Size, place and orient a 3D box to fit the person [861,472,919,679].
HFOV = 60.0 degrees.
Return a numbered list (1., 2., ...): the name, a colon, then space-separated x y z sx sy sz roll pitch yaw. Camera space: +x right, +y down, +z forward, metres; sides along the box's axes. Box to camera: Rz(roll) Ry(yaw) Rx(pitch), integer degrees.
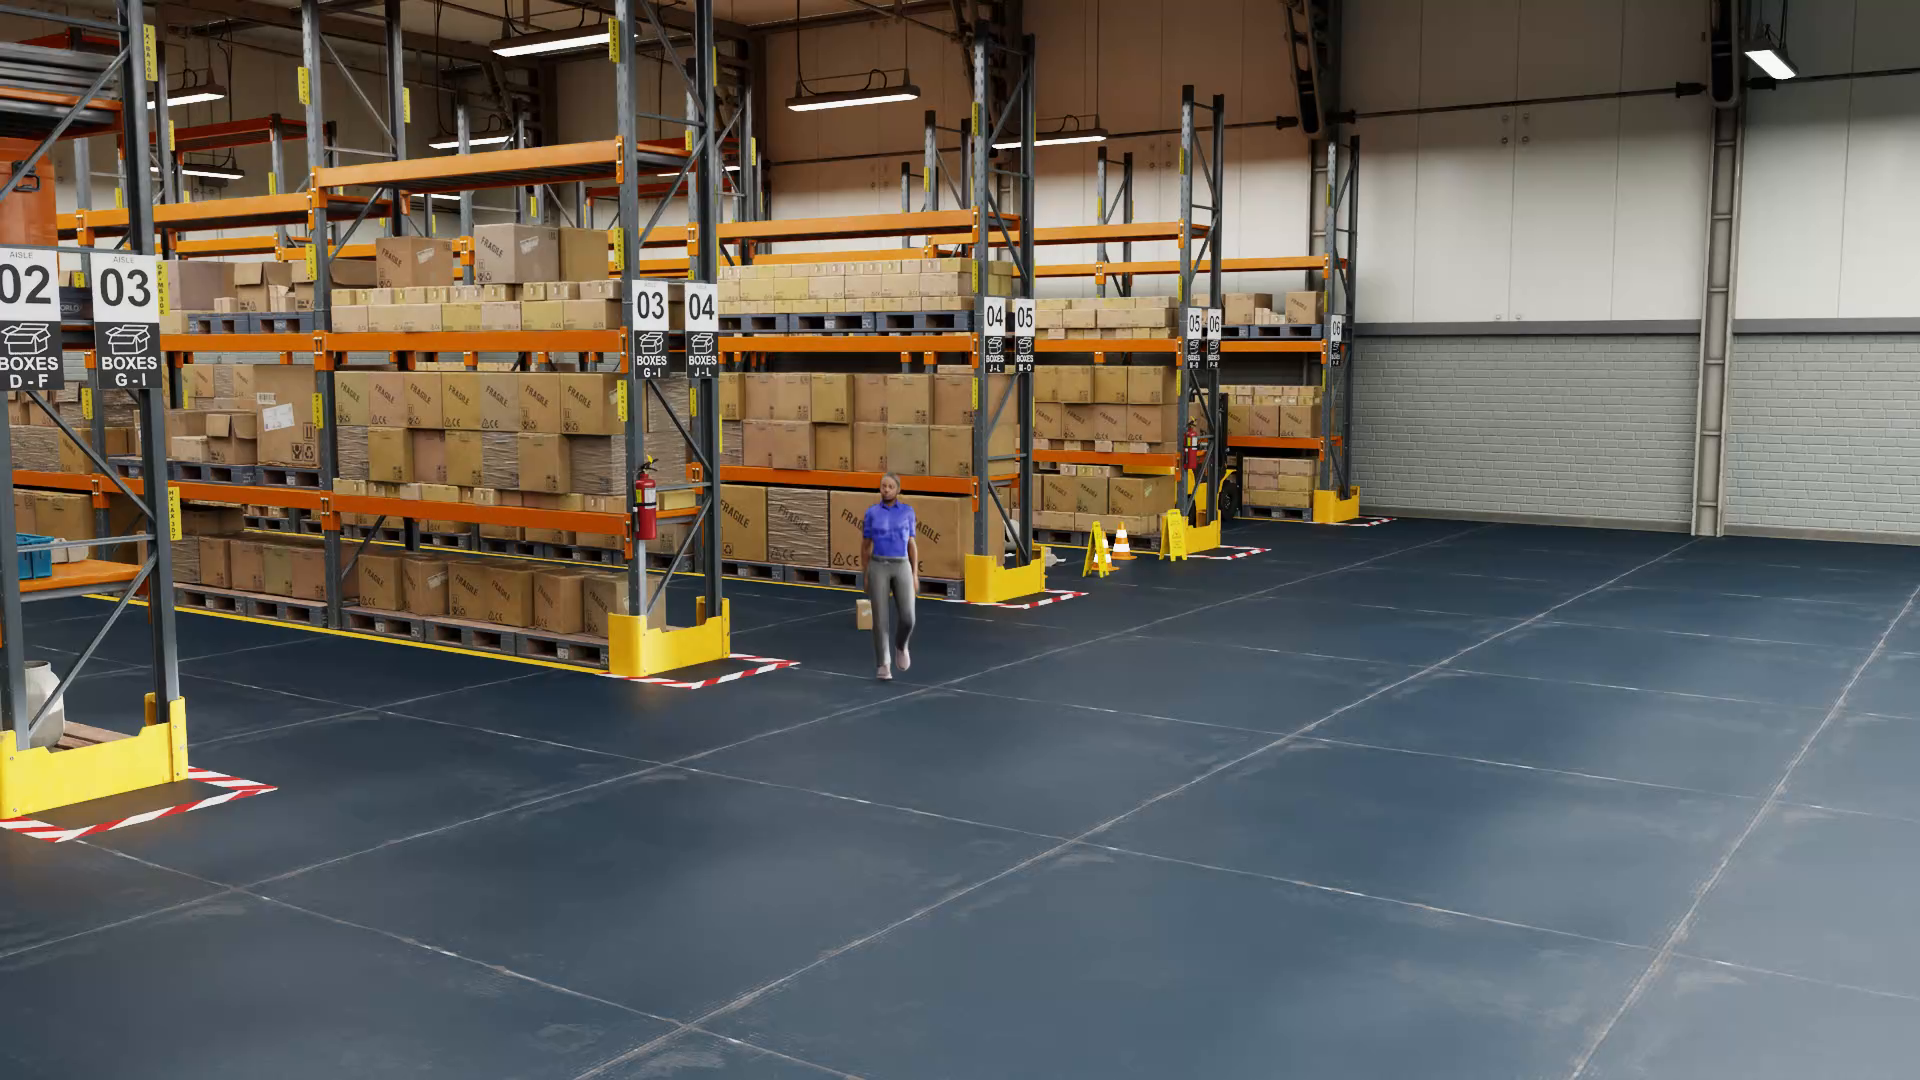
1. person: -0.562 0.287 13.347 0.465 1.634 0.475 0 6 -4
